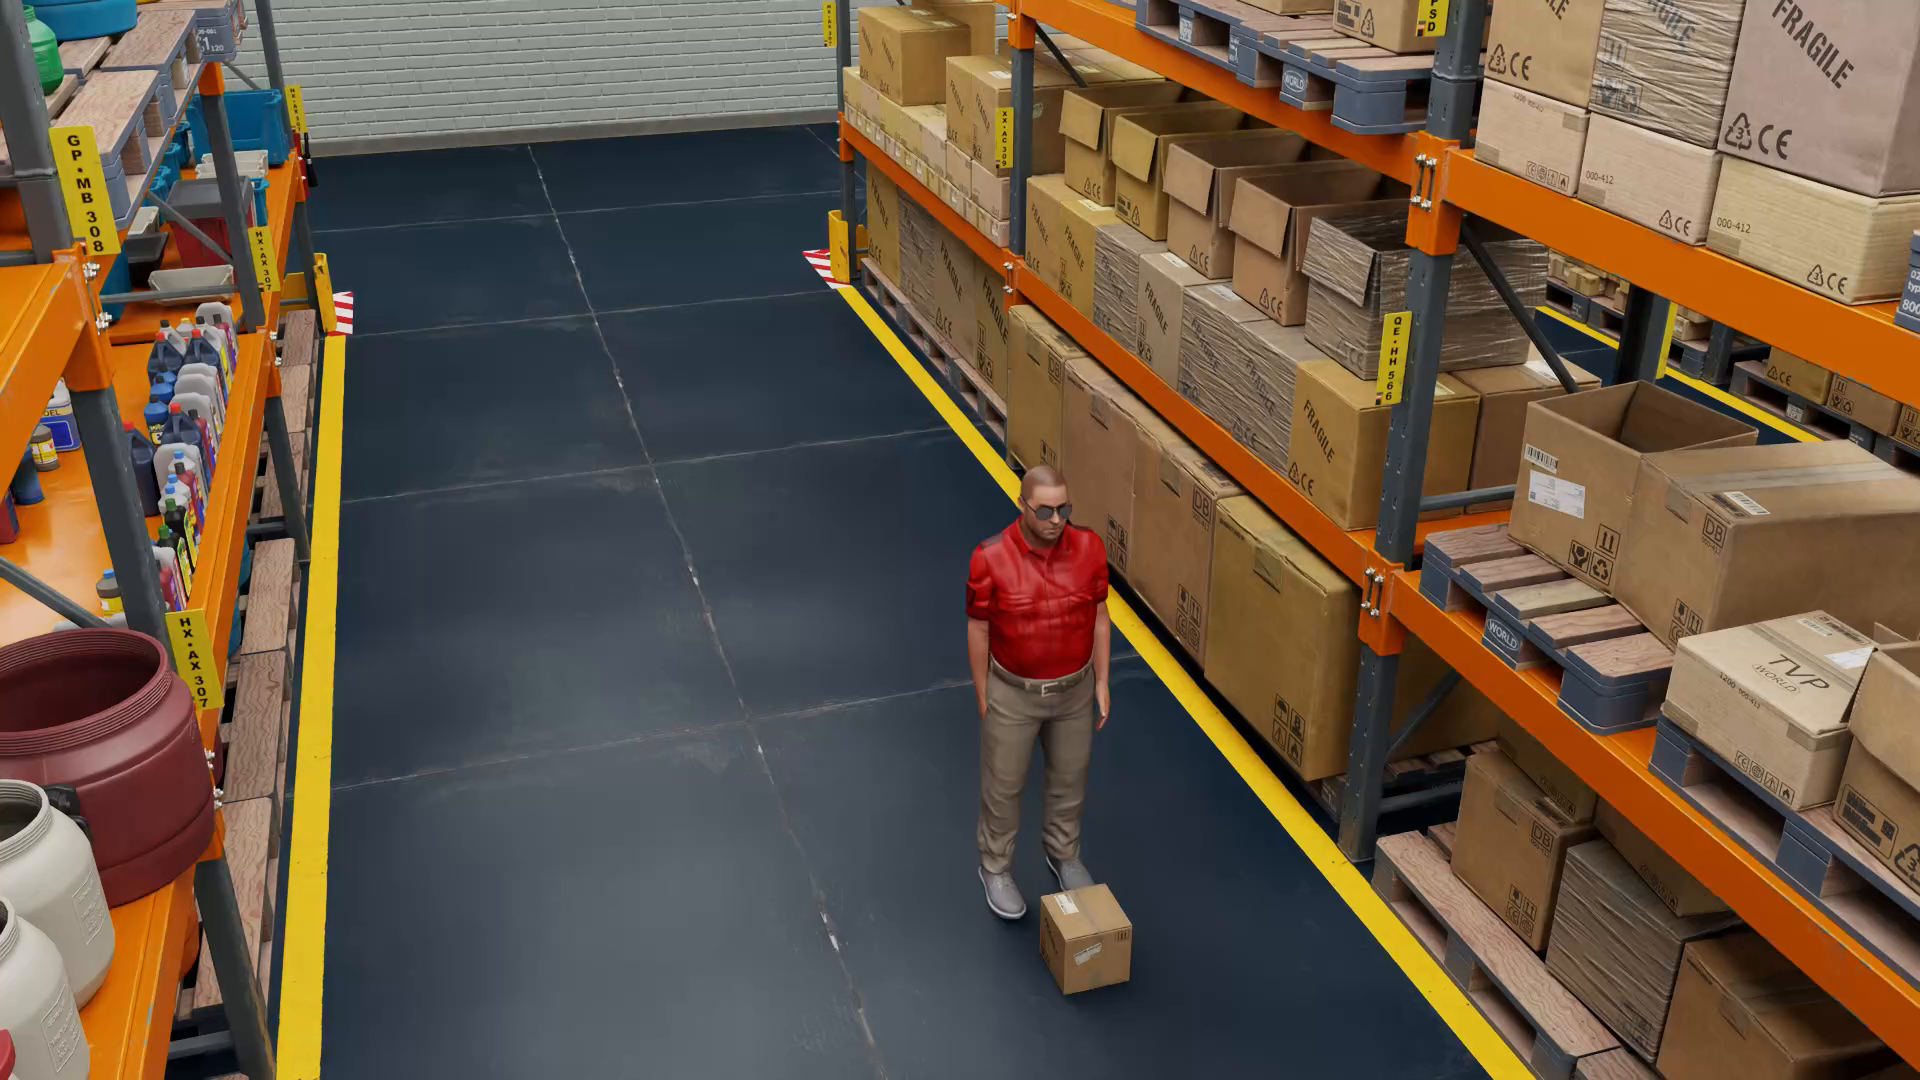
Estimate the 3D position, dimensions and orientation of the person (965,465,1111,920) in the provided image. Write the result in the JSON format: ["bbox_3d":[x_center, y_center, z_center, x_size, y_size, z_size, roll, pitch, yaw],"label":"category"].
[{"bbox_3d":[0.297,0.552,6.007,0.529,1.730,0.370,-8,27,-15],"label":"person"}]
